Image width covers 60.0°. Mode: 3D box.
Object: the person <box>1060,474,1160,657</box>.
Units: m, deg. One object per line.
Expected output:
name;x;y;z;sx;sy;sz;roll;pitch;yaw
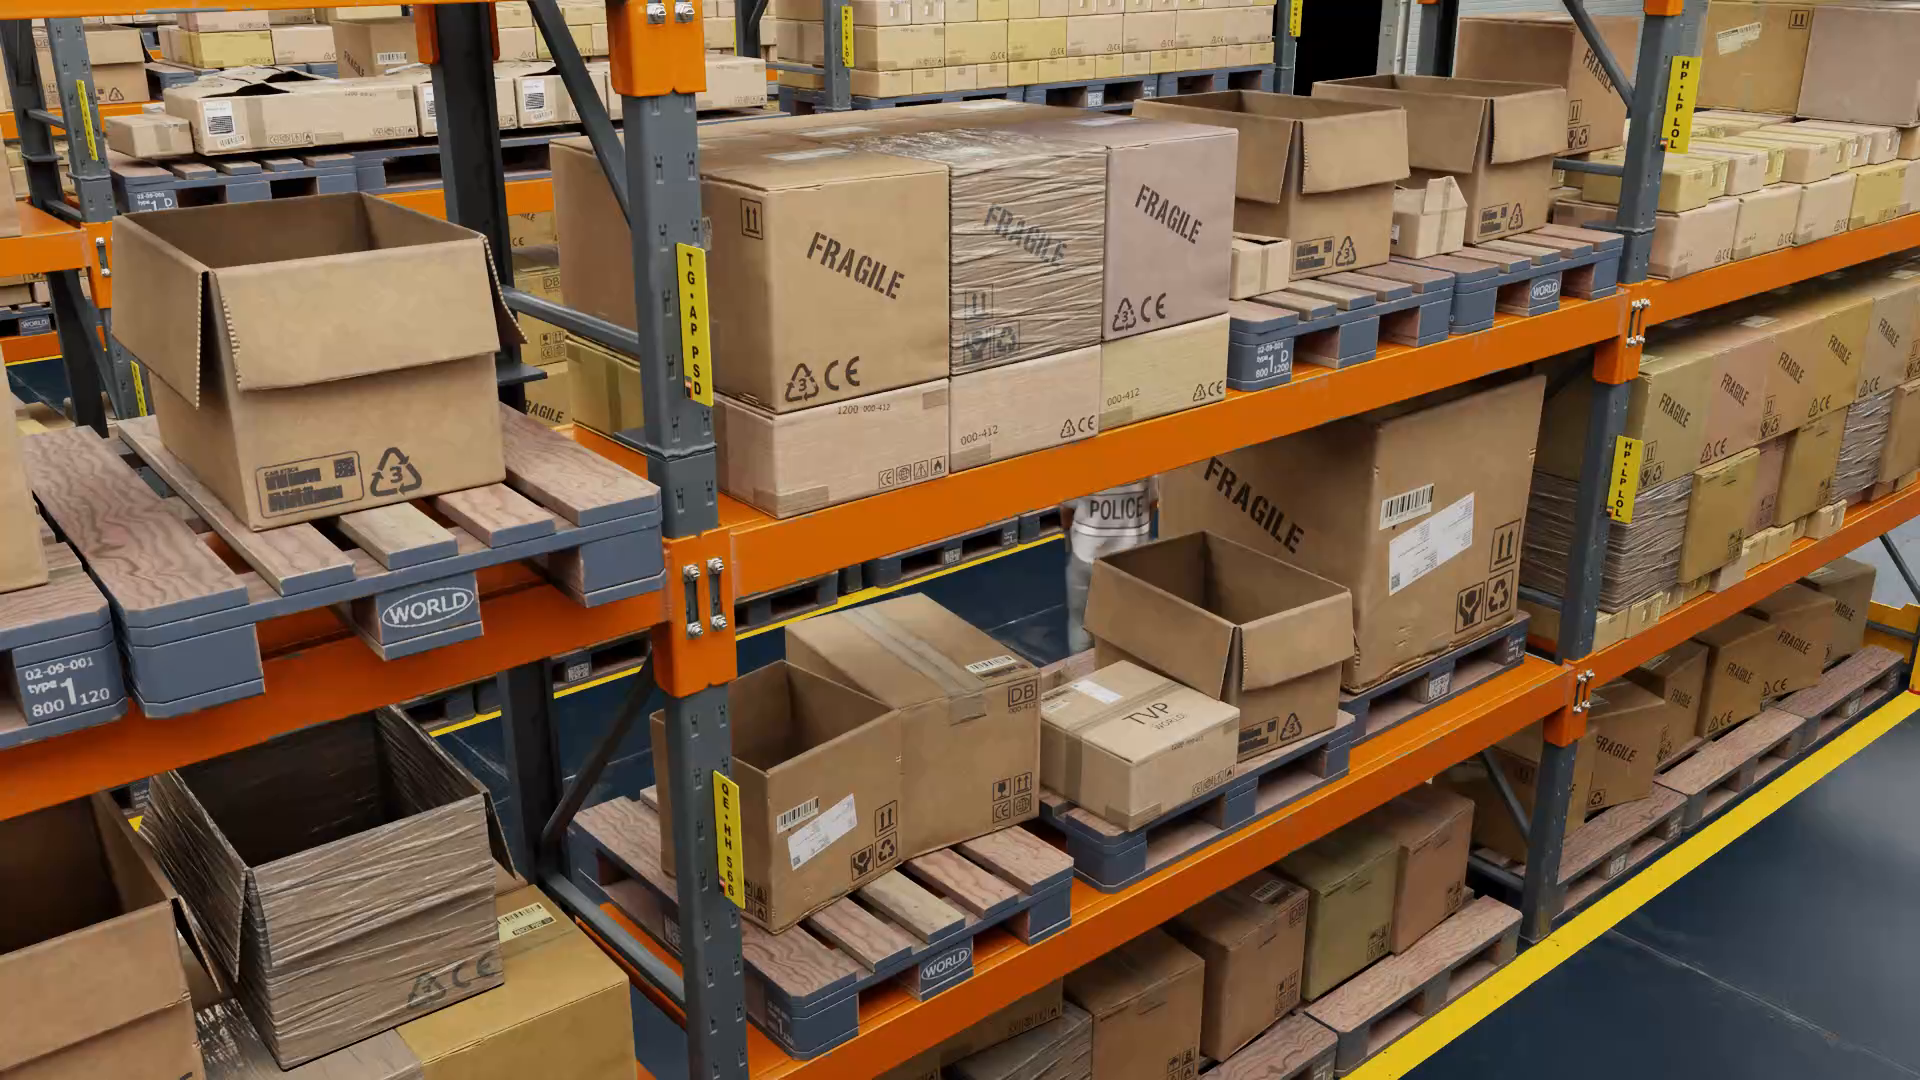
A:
person;0.807;0.052;8.859;0.604;1.789;0.472;-4;21;-11
